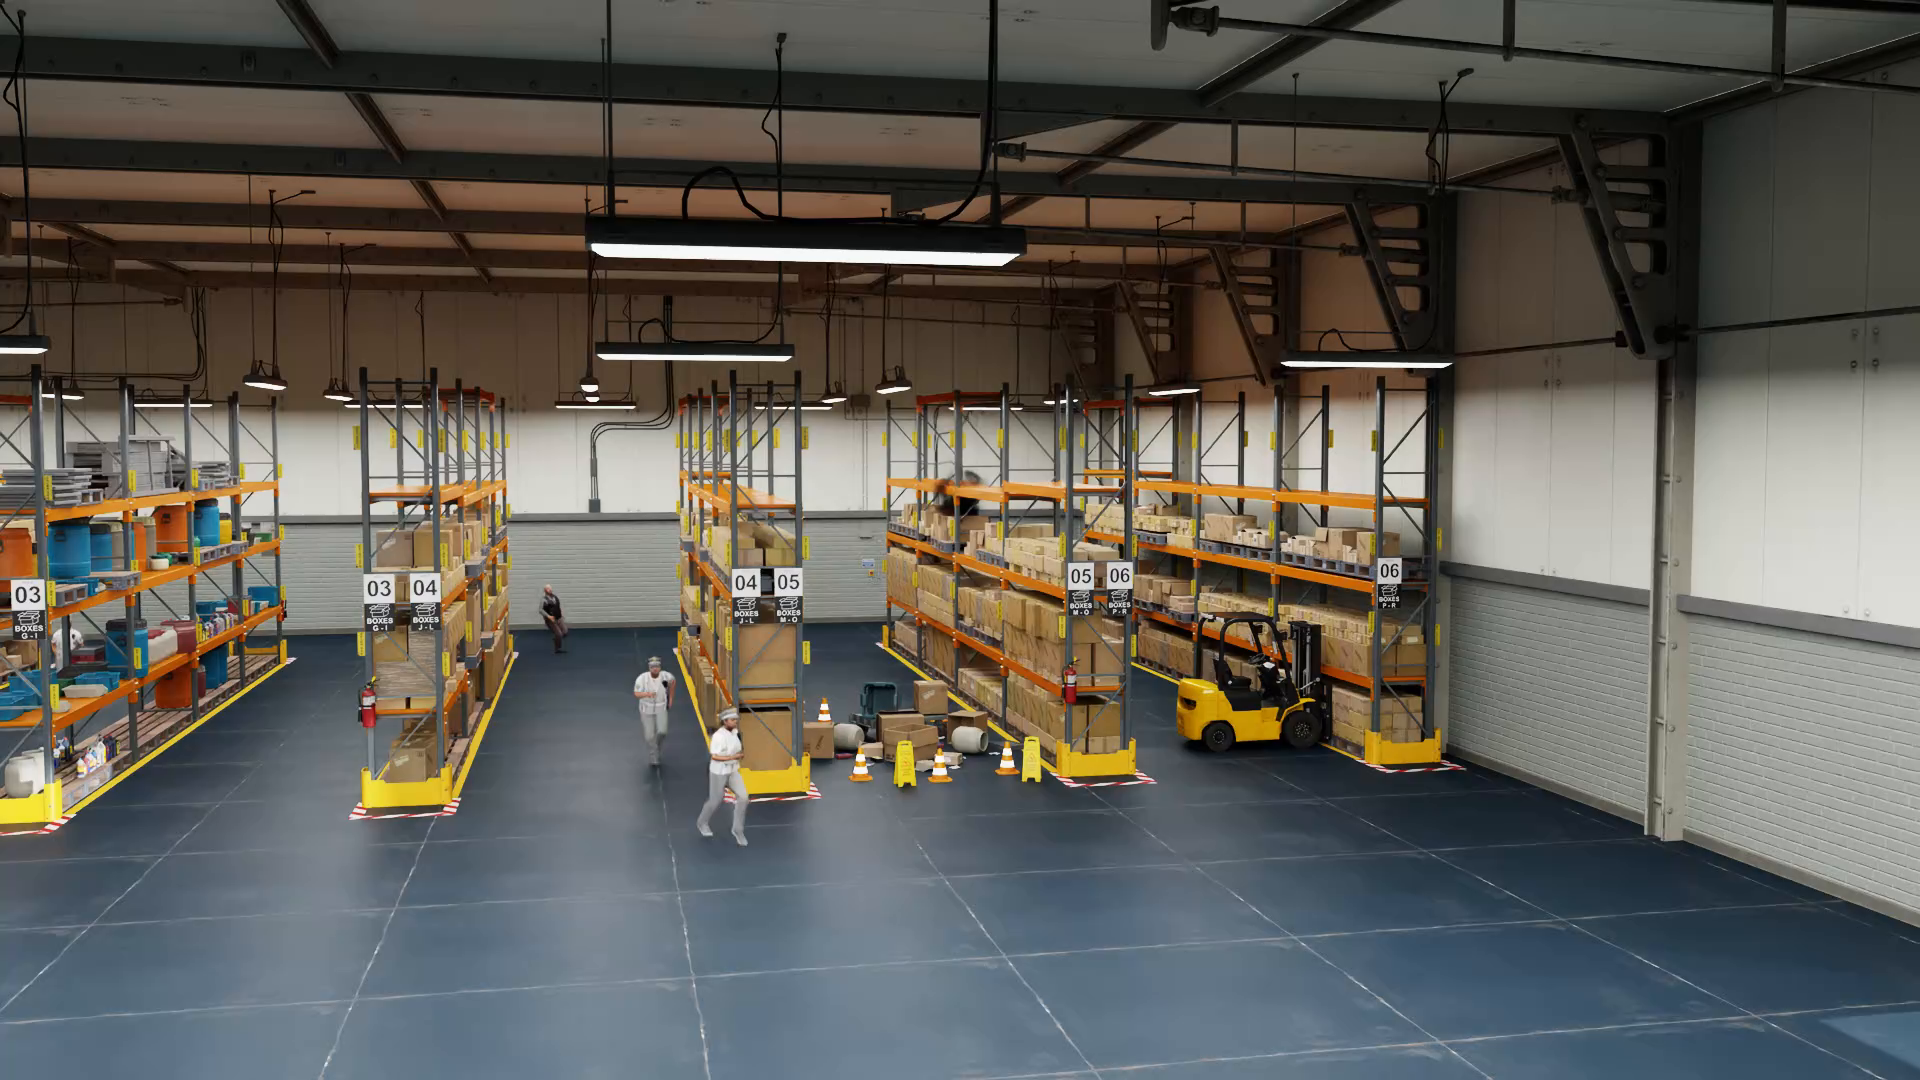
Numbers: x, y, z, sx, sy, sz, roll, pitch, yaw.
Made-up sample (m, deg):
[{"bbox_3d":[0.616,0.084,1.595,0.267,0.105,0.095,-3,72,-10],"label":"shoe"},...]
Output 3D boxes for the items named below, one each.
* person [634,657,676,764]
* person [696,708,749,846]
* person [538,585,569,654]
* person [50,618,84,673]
[{"bbox_3d":[-4.667,2.619,25.516,0.653,1.704,0.786,-1,3,-13],"label":"person"},{"bbox_3d":[-2.970,2.934,20.764,0.845,1.734,0.599,2,4,34],"label":"person"},{"bbox_3d":[-9.506,1.864,38.954,0.519,1.635,0.698,2,4,35],"label":"person"},{"bbox_3d":[-17.121,2.291,31.880,0.581,1.622,0.536,-2,4,-24],"label":"person"}]
